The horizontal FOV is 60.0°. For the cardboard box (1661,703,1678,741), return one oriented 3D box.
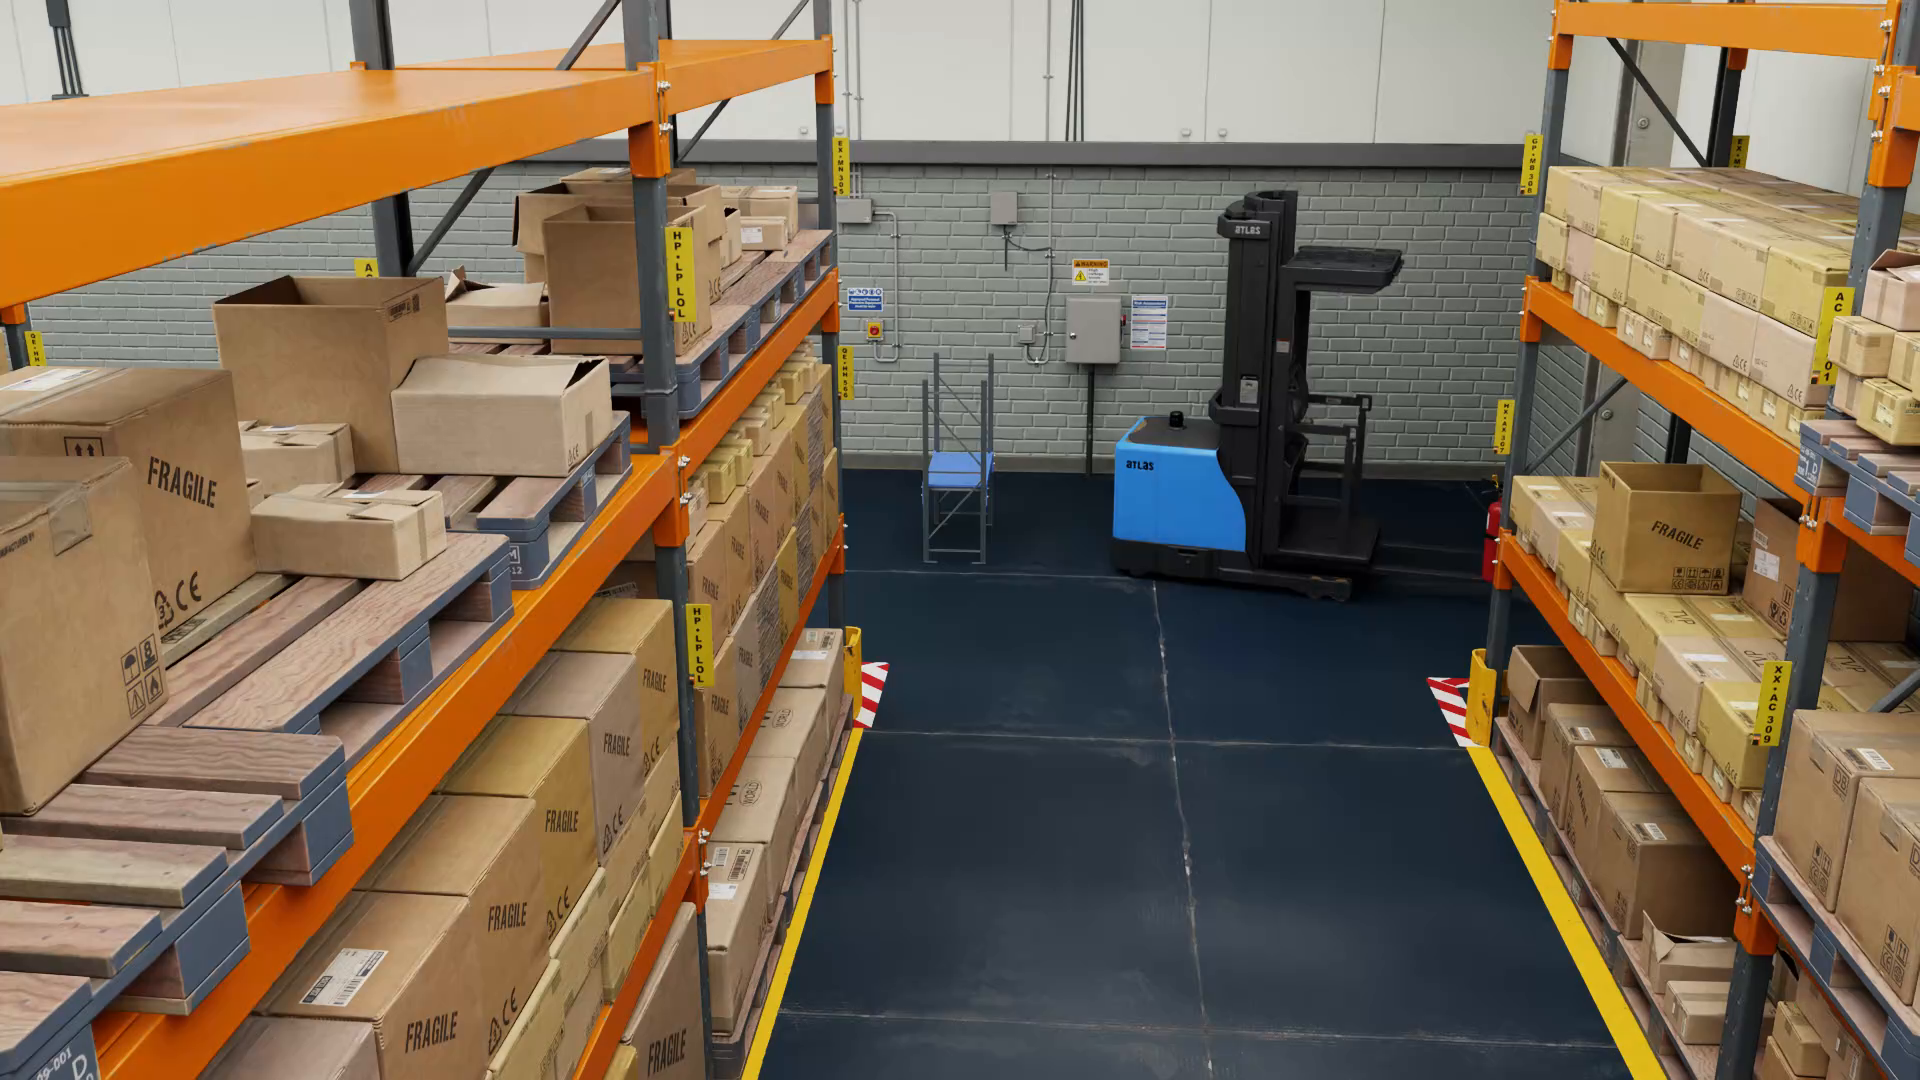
[{"bbox_3d":[3.250,0.777,7.139,0.380,0.149,0.250,2,18,5],"label":"cardboard box"}]

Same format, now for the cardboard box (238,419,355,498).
[{"bbox_3d":[-1.950,-0.233,4.700,0.380,0.166,0.250,0,18,0],"label":"cardboard box"}]

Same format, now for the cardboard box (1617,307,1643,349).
[{"bbox_3d":[3.266,-0.975,7.668,0.380,0.149,0.250,1,18,4],"label":"cardboard box"}]

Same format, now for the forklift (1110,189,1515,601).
[{"bbox_3d":[2.758,-1.117,12.623,3.031,2.935,1.130,6,19,17],"label":"forklift"}]

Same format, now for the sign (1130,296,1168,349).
[{"bbox_3d":[1.750,-2.014,15.406,0.329,0.494,0.001,1,18,4],"label":"sign"}]

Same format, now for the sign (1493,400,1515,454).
[{"bbox_3d":[3.187,-0.660,9.731,0.100,0.325,0.005,1,18,4],"label":"sign"}]

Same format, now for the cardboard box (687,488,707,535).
[{"bbox_3d":[-1.226,-0.107,6.625,0.380,0.149,0.250,2,18,5],"label":"cardboard box"}]

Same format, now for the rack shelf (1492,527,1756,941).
[{"bbox_3d":[3.585,0.726,8.045,1.077,0.370,4.000,1,18,4],"label":"rack shelf"}]

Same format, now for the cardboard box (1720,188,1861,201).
[{"bbox_3d":[3.910,-1.504,7.838,0.500,0.250,0.500,1,18,4],"label":"cardboard box"}]

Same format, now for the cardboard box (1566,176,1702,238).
[{"bbox_3d":[3.390,-1.680,8.377,0.500,0.250,0.500,1,18,4],"label":"cardboard box"}]

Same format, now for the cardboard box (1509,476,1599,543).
[{"bbox_3d":[3.427,-0.172,9.394,0.500,0.250,0.500,1,18,4],"label":"cardboard box"}]

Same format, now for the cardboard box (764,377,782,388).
[{"bbox_3d":[-1.126,-0.743,8.566,0.380,0.149,0.250,1,18,3],"label":"cardboard box"}]

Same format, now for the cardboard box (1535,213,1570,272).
[{"bbox_3d":[3.424,-1.601,8.937,0.500,0.250,0.500,1,18,3],"label":"cardboard box"}]

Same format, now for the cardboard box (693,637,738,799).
[{"bbox_3d":[-1.215,0.708,6.783,0.500,0.500,0.500,2,18,6],"label":"cardboard box"}]

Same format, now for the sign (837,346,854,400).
[{"bbox_3d":[-0.683,-0.993,9.896,0.100,0.325,0.005,1,18,4],"label":"sign"}]

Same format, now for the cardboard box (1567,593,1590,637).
[{"bbox_3d":[3.289,0.377,8.357,0.380,0.149,0.250,1,18,2],"label":"cardboard box"}]

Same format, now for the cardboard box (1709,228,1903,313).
[{"bbox_3d":[3.265,-1.048,6.446,0.500,0.250,0.500,1,18,3],"label":"cardboard box"}]

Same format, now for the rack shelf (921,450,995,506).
[{"bbox_3d":[-0.006,-0.515,13.665,0.538,0.185,1.000,1,18,4],"label":"rack shelf"}]

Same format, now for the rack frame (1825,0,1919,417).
[{"bbox_3d":[3.441,-1.845,5.103,1.000,3.000,0.127,1,18,4],"label":"rack frame"}]

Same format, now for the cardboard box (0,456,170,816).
[{"bbox_3d":[-1.915,0.154,2.984,0.700,0.500,0.500,0,18,1],"label":"cardboard box"}]

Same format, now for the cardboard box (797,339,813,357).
[{"bbox_3d":[-1.049,-1.062,9.537,0.380,0.149,0.250,2,18,5],"label":"cardboard box"}]

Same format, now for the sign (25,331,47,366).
[{"bbox_3d":[-5.616,-1.107,10.118,0.100,0.325,0.005,1,18,4],"label":"sign"}]

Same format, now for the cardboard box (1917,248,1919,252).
[{"bbox_3d":[3.760,-0.875,5.919,0.500,0.250,0.500,1,18,3],"label":"cardboard box"}]

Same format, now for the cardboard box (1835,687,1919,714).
[{"bbox_3d":[3.746,0.788,6.465,0.500,0.250,0.500,1,18,3],"label":"cardboard box"}]

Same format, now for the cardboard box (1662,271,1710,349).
[{"bbox_3d":[3.301,-0.966,7.000,0.500,0.250,0.500,2,18,5],"label":"cardboard box"}]

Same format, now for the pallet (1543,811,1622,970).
[{"bbox_3d":[3.576,1.737,8.282,1.003,0.211,1.213,1,18,4],"label":"pallet"}]

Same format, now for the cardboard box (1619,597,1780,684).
[{"bbox_3d":[3.305,0.461,7.461,0.500,0.250,0.500,1,18,4],"label":"cardboard box"}]

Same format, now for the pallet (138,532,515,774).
[{"bbox_3d":[-1.726,0.254,3.817,1.003,0.211,1.213,2,18,6],"label":"pallet"}]

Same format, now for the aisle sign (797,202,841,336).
[{"bbox_3d":[-0.909,-1.597,9.806,0.394,0.787,0.004,1,18,4],"label":"aisle sign"}]

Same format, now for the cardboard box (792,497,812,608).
[{"bbox_3d":[-1.072,0.077,8.710,0.500,0.500,0.500,2,18,6],"label":"cardboard box"}]

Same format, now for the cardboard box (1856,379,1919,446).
[{"bbox_3d":[2.970,-0.384,5.029,0.380,0.149,0.250,1,18,5],"label":"cardboard box"}]

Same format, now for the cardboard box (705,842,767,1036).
[{"bbox_3d":[-1.358,1.721,7.293,0.875,0.438,0.875,1,18,3],"label":"cardboard box"}]

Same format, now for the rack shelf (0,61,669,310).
[{"bbox_3d":[-1.653,-0.802,3.716,1.077,0.370,4.000,1,18,4],"label":"rack shelf"}]

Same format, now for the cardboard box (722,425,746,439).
[{"bbox_3d":[-1.187,-0.425,7.595,0.380,0.149,0.250,1,18,4],"label":"cardboard box"}]

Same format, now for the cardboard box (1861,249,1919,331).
[{"bbox_3d":[3.071,-0.800,5.156,0.396,0.266,0.258,1,18,3],"label":"cardboard box"}]

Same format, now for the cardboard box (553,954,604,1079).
[{"bbox_3d":[-1.383,1.426,4.993,0.500,0.250,0.500,1,18,2],"label":"cardboard box"}]

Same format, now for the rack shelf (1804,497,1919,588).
[{"bbox_3d":[3.298,0.543,3.787,1.077,0.370,4.000,1,18,4],"label":"rack shelf"}]

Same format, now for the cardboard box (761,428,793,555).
[{"bbox_3d":[-1.105,-0.242,8.076,0.500,0.500,0.500,1,18,4],"label":"cardboard box"}]

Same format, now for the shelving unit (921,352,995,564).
[{"bbox_3d":[-0.006,-0.686,13.609,0.538,1.500,1.048,1,18,4],"label":"shelving unit"}]

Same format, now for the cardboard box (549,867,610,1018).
[{"bbox_3d":[-1.359,1.188,4.917,0.500,0.250,0.500,2,18,5],"label":"cardboard box"}]

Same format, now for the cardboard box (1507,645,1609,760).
[{"bbox_3d":[3.590,0.938,9.579,0.797,0.503,0.637,1,18,2],"label":"cardboard box"}]

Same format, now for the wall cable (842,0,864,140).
[{"bbox_3d":[-1.096,-4.970,14.640,0.463,3.000,0.029,1,18,4],"label":"wall cable"}]

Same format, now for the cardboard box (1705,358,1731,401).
[{"bbox_3d":[3.243,-0.654,6.689,0.380,0.149,0.250,1,18,4],"label":"cardboard box"}]

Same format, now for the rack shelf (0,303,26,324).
[{"bbox_3d":[-6.311,-0.888,8.154,1.077,0.370,4.000,1,18,4],"label":"rack shelf"}]

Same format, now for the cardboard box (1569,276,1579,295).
[{"bbox_3d":[3.480,-1.367,8.864,0.380,0.149,0.250,2,18,5],"label":"cardboard box"}]

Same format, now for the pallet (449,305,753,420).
[{"bbox_3d":[-1.441,-0.741,6.693,1.003,0.211,1.213,1,18,4],"label":"pallet"}]

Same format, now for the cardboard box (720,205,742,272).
[{"bbox_3d":[-1.380,-1.513,8.214,0.500,0.311,0.500,2,18,5],"label":"cardboard box"}]

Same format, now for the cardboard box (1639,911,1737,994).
[{"bbox_3d":[3.214,1.815,7.284,0.396,0.266,0.258,2,18,6],"label":"cardboard box"}]

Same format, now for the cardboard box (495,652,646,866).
[{"bbox_3d":[-1.321,0.678,5.269,0.500,0.500,0.500,2,18,5],"label":"cardboard box"}]

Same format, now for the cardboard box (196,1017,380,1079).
[{"bbox_3d":[-1.492,1.313,3.331,0.500,0.500,0.500,1,18,4],"label":"cardboard box"}]

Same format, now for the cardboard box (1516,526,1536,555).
[{"bbox_3d":[3.431,-0.022,9.575,0.380,0.149,0.250,1,18,3],"label":"cardboard box"}]

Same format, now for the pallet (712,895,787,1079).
[{"bbox_3d":[-1.377,1.986,7.522,1.003,0.211,1.213,1,18,4],"label":"pallet"}]

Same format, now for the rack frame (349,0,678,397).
[{"bbox_3d":[-1.510,-1.955,5.438,1.000,3.000,0.127,1,18,4],"label":"rack frame"}]

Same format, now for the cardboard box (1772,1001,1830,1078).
[{"bbox_3d":[3.150,1.791,5.938,0.380,0.149,0.250,2,18,7],"label":"cardboard box"}]

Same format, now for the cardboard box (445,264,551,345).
[{"bbox_3d":[-1.783,-0.918,6.472,0.396,0.266,0.258,2,18,6],"label":"cardboard box"}]

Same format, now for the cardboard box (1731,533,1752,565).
[{"bbox_3d":[3.881,0.156,8.394,0.500,0.250,0.500,2,18,6],"label":"cardboard box"}]
